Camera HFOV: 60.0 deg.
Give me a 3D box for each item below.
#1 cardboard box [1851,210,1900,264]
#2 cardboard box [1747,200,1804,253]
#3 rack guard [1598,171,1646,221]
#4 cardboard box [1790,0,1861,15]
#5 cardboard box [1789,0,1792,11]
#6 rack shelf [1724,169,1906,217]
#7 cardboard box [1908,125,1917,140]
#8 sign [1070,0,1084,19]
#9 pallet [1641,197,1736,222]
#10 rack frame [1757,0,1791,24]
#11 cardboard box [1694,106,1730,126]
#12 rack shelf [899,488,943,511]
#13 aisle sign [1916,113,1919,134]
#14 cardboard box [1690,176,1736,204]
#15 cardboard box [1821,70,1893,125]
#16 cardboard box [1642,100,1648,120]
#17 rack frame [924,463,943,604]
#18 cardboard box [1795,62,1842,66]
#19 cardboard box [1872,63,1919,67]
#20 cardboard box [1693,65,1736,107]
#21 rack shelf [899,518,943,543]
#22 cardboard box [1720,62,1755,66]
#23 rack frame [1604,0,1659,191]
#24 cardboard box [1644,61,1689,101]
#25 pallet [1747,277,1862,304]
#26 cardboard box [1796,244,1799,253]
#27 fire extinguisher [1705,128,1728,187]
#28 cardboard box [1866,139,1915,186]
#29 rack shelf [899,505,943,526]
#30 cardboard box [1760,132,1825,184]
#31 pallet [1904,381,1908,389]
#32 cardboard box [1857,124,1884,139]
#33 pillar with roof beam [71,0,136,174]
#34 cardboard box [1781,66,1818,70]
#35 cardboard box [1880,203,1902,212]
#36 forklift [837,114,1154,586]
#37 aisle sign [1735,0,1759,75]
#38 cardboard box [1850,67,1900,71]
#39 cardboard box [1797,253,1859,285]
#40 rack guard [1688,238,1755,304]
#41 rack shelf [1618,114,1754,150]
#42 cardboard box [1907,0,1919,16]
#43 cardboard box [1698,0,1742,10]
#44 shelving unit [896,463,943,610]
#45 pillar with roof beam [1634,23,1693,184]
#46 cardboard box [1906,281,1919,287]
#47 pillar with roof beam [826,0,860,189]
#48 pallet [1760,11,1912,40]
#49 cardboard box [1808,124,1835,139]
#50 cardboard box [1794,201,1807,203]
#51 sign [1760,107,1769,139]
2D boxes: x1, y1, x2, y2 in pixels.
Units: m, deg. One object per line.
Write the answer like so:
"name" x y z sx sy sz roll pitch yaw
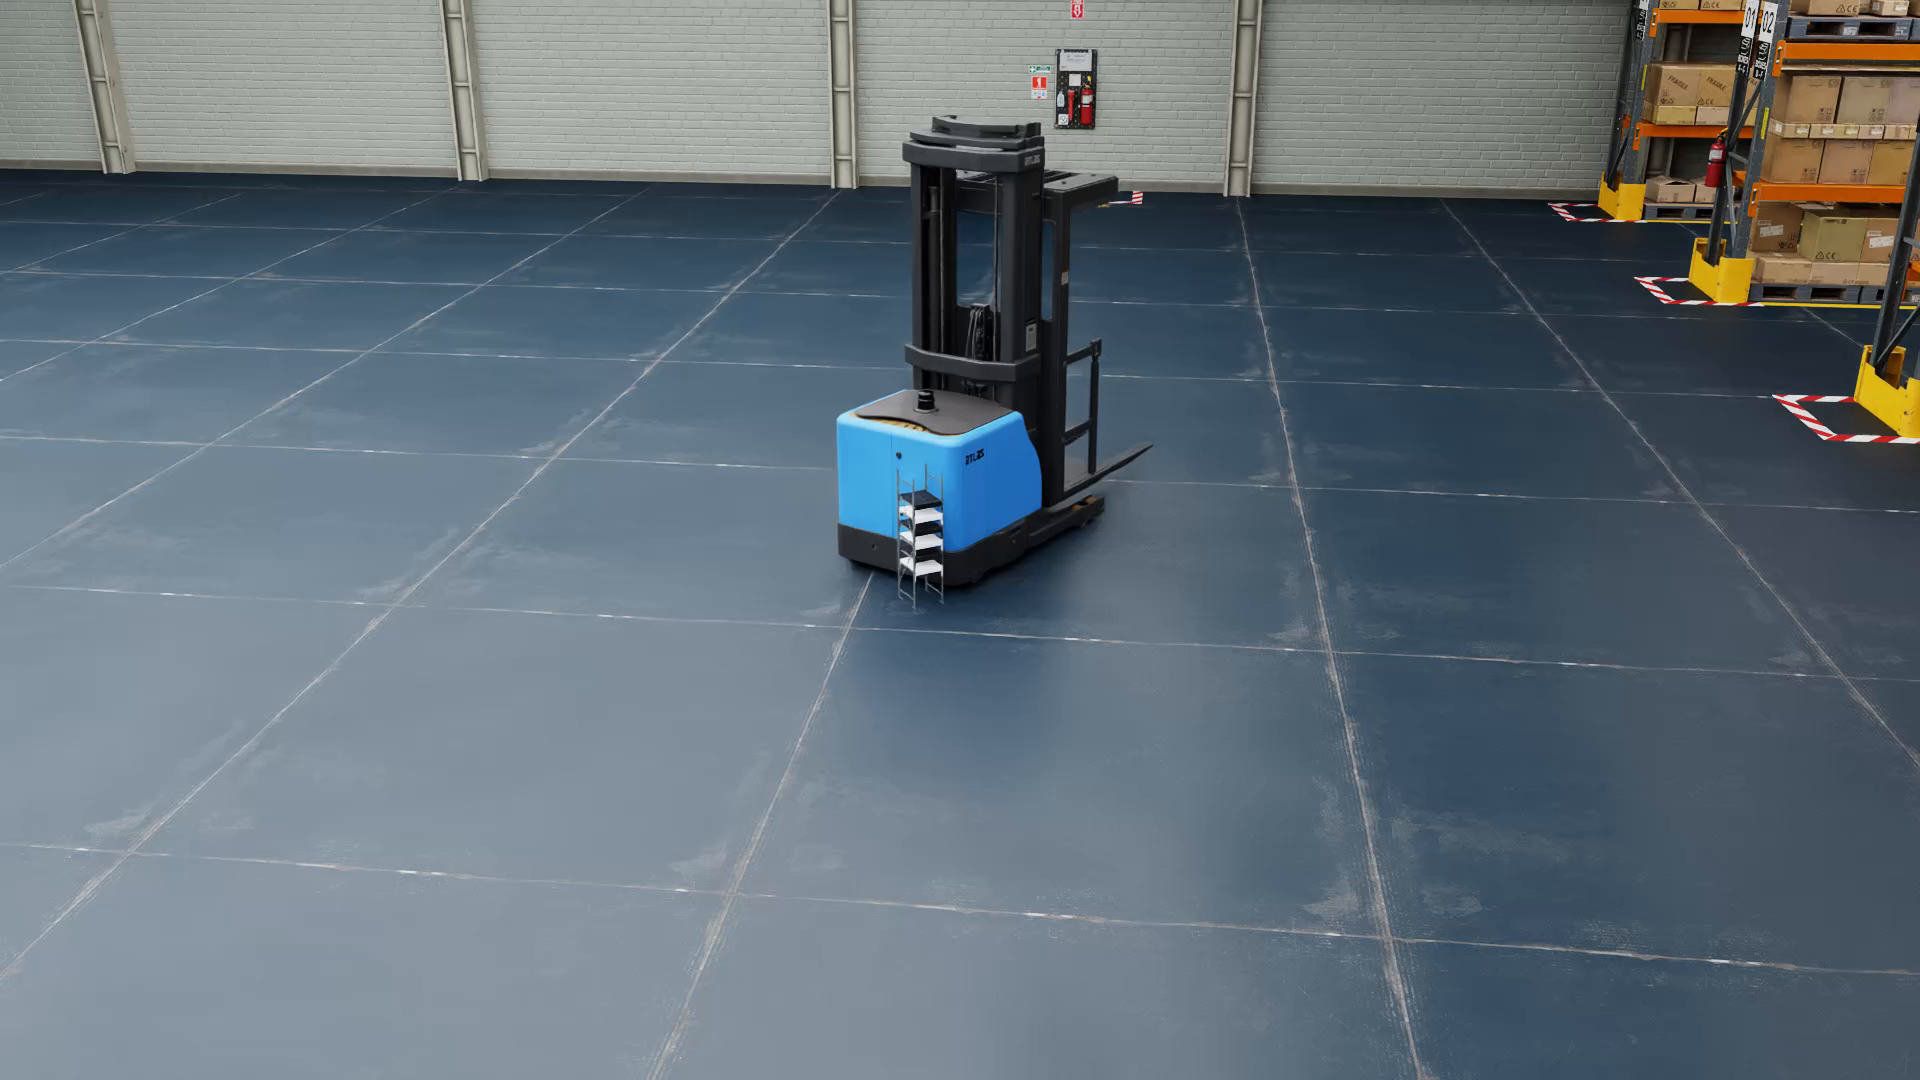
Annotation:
"cardboard box" 10.264 -3.387 18.577 0.500 0.500 0.500 2 22 6
"cardboard box" 9.331 -3.615 19.153 0.500 0.500 0.500 2 22 6
"rack guard" 9.418 -4.907 23.673 0.348 0.500 1.175 2 22 6
"cardboard box" 9.333 -5.941 17.906 0.637 0.503 0.797 4 22 10
"cardboard box" 11.225 -7.345 22.197 0.500 0.500 0.500 4 22 10
"rack shelf" 10.749 -3.843 18.560 4.000 0.370 1.077 2 22 6
"cardboard box" 10.407 -4.462 18.128 0.250 0.149 0.380 2 22 6
"sign" 1.735 -7.854 24.573 0.199 0.298 0.001 2 22 6
"pallet" 10.220 -4.725 23.604 1.213 0.211 1.003 2 22 6
"rack frame" 8.763 -7.054 17.543 0.127 3.000 1.000 2 22 6
"cardboard box" 10.307 -5.858 22.855 0.500 0.250 0.500 2 22 5
"rack shelf" -0.259 -0.242 10.684 0.200 0.077 0.258 -11 24 -27
"aisle sign" 8.140 -3.777 13.877 0.004 0.787 0.394 2 22 6
"cardboard box" 10.585 -4.940 23.414 0.500 0.311 0.500 4 22 11
"cardboard box" 9.801 -4.866 18.268 0.500 0.500 0.700 2 22 5
"cardboard box" 9.829 -6.063 23.373 0.500 0.250 0.500 3 22 7
"rack frame" -0.170 -0.040 10.817 0.006 0.900 0.240 -11 24 -27
"cardboard box" 11.865 -6.332 23.034 0.500 0.500 0.500 3 22 8
"cardboard box" 12.872 -6.285 22.914 0.500 0.500 0.500 2 22 5
"cardboard box" 10.271 -6.206 22.714 0.500 0.500 0.500 3 22 6
"rack shelf" -0.259 -0.075 10.751 0.200 0.077 0.258 -11 24 -27
"cardboard box" 10.848 -6.372 23.135 0.500 0.500 0.500 2 22 5
"rack frame" 9.342 -6.073 23.221 0.127 3.000 1.000 2 22 6
"cardboard box" 9.836 -6.419 23.252 0.500 0.500 0.500 2 22 6
"pallet" 9.527 -2.950 19.114 1.213 0.211 1.003 2 22 6
"cardboard box" 9.828 -3.248 19.245 0.500 0.250 0.500 2 22 6
"fire extinguisher" 8.700 -4.403 19.102 0.183 0.674 0.296 2 22 6
"cardboard box" 10.240 -4.241 18.452 0.500 0.500 0.700 3 22 7
"rack shelf" -0.259 -0.158 10.717 0.200 0.077 0.258 -11 24 -27
"cardboard box" 9.225 -4.286 18.565 0.500 0.500 0.700 3 22 6
"pallet" 9.064 -1.136 14.526 1.213 0.211 1.003 2 22 6
"cardboard box" 9.888 -4.483 18.182 0.250 0.149 0.380 2 22 5
"pillar with roof beam" -14.201 -8.615 21.492 0.400 9.000 9.100 2 22 6
"cardboard box" 11.297 -6.163 22.607 0.500 0.500 0.500 3 22 8
"cardboard box" 10.822 -3.555 19.001 0.500 0.500 0.500 2 22 6
"forklift" 0.412 -1.545 11.862 1.130 2.935 3.031 14 26 32
"aisle sign" 8.732 -5.583 18.447 0.004 0.787 0.394 2 22 6
"cardboard box" 12.312 -6.115 22.485 0.500 0.500 0.500 2 22 6
"cardboard box" 9.766 -3.056 18.759 0.500 0.250 0.500 2 22 6
"rack guard" 8.739 -3.103 19.109 0.348 0.500 1.175 2 22 6
"rack shelf" 11.329 -5.652 23.135 4.000 0.370 1.077 2 22 6
"cardboard box" 10.380 -5.795 17.539 0.500 0.500 0.500 2 22 6
"cardboard box" 10.174 -7.382 22.289 0.500 0.500 0.500 4 22 10
"shelving unit" -0.259 -0.022 10.771 0.210 0.900 0.258 -11 24 -27
"pillar with roof beam" 9.633 -7.577 18.865 0.400 9.000 9.100 2 22 6
"cardboard box" 10.759 -3.011 18.645 0.500 0.250 0.500 2 22 6
"pillar with roof beam" -2.284 -8.096 20.178 0.400 9.000 9.100 2 22 6
"pallet" 9.462 -5.578 18.010 1.213 0.211 1.003 2 22 6
"cardboard box" 9.390 -4.506 18.240 0.250 0.149 0.380 2 22 5
"cardboard box" 11.729 -4.855 23.420 0.250 0.149 0.380 1 22 2
"sign" 8.692 -4.501 17.961 0.005 0.325 0.100 2 22 6
